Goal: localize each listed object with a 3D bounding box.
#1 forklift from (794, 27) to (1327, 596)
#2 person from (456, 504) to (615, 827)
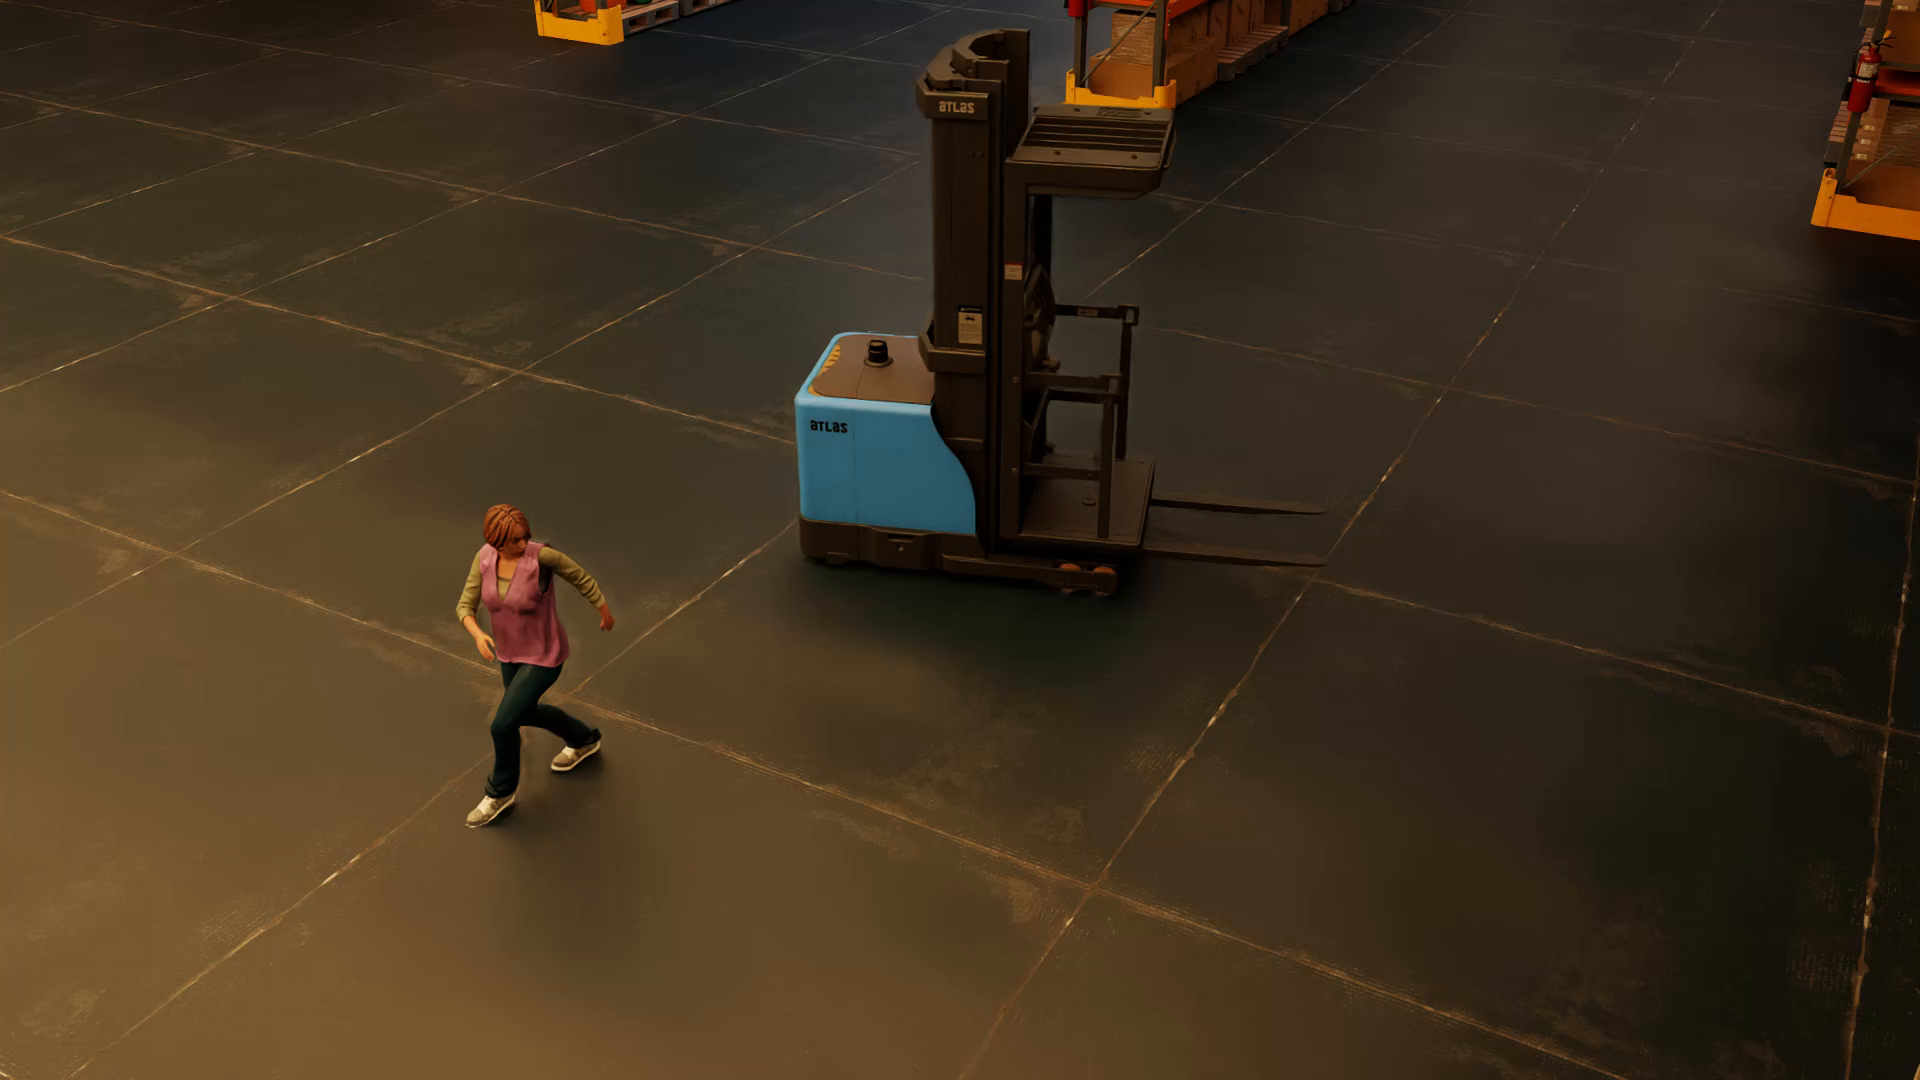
[{"bbox_3d":[0.626,-1.239,9.217,3.031,2.935,1.130,5,30,9],"label":"forklift"},{"bbox_3d":[-1.995,0.522,7.595,0.433,1.535,0.838,20,36,31],"label":"person"}]
